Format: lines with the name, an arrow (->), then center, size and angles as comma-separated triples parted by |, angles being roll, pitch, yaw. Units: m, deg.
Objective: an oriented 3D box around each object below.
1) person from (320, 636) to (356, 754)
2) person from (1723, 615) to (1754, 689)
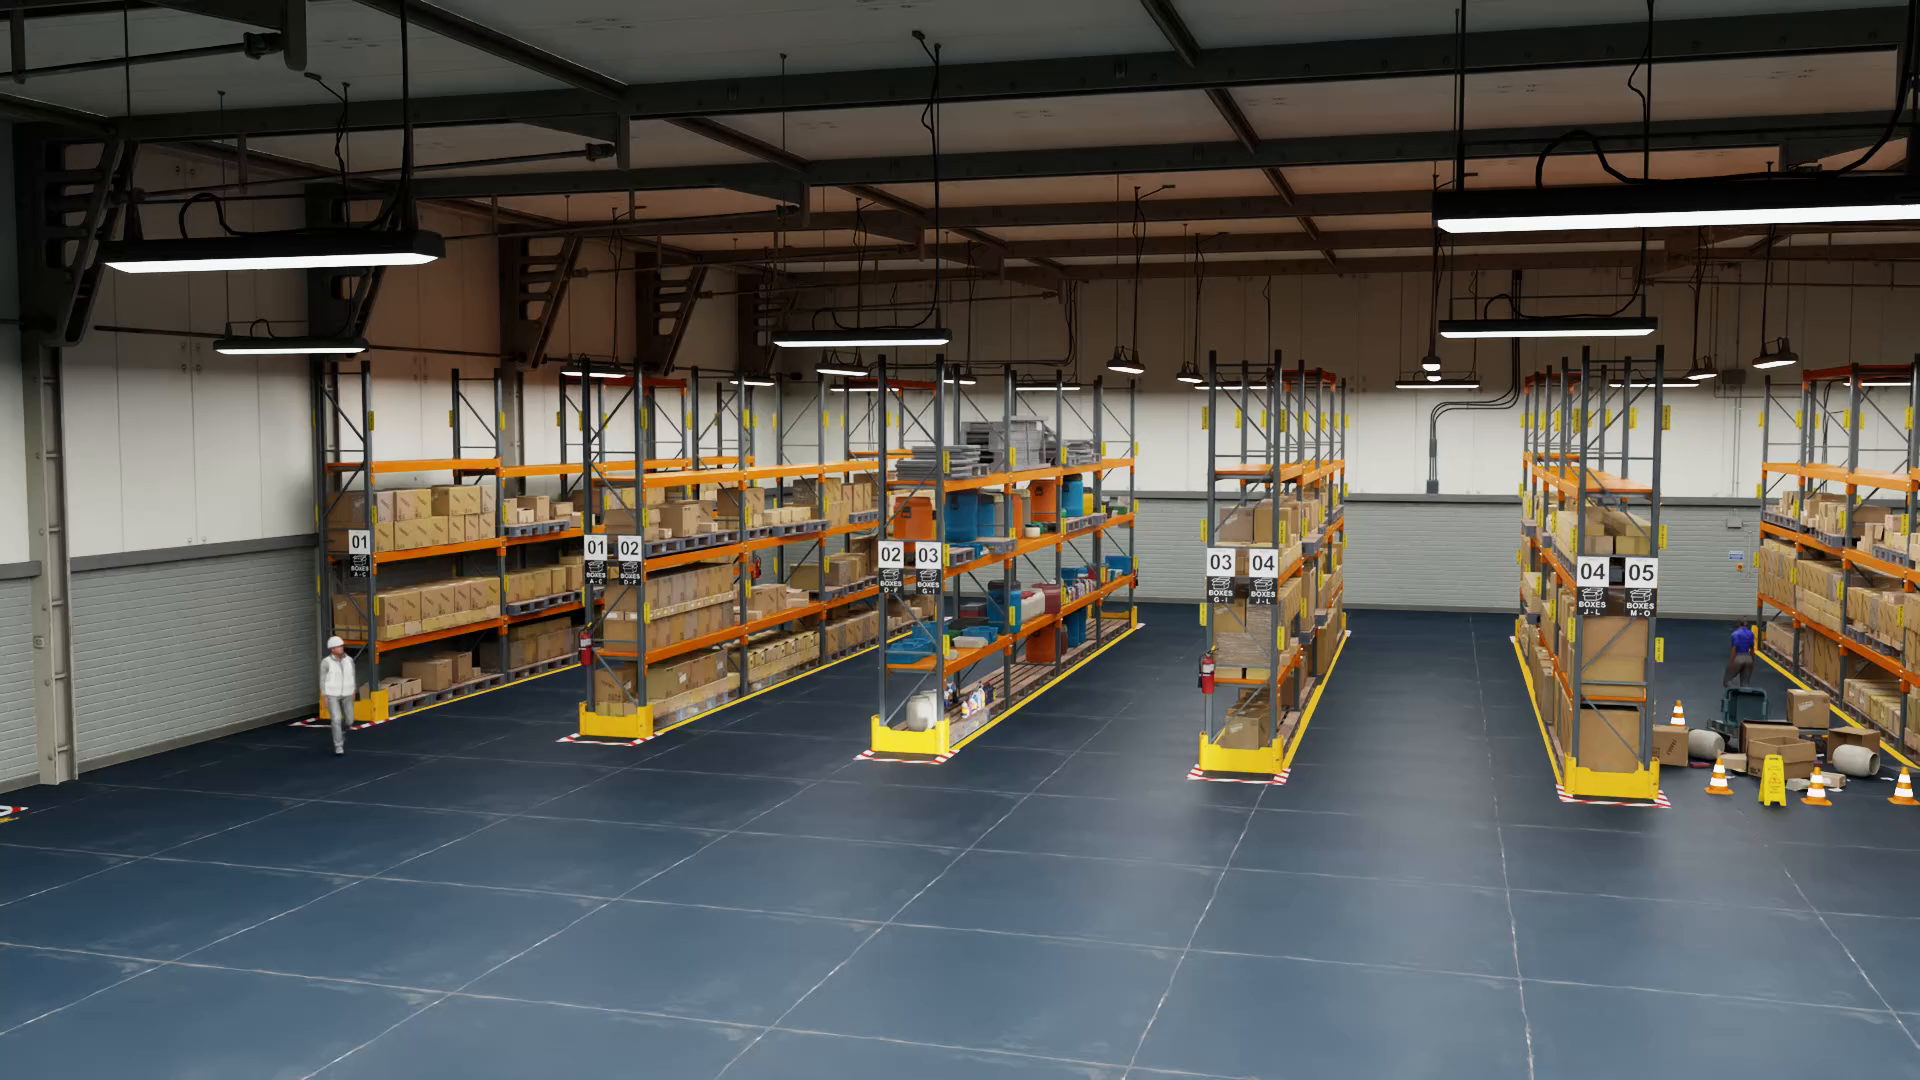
person -> -9.407, 2.317, 25.126 | 0.536, 1.756, 0.736 | -3, 5, -34
person -> 13.472, 2.134, 28.723 | 0.505, 1.679, 0.369 | -1, 4, -13
